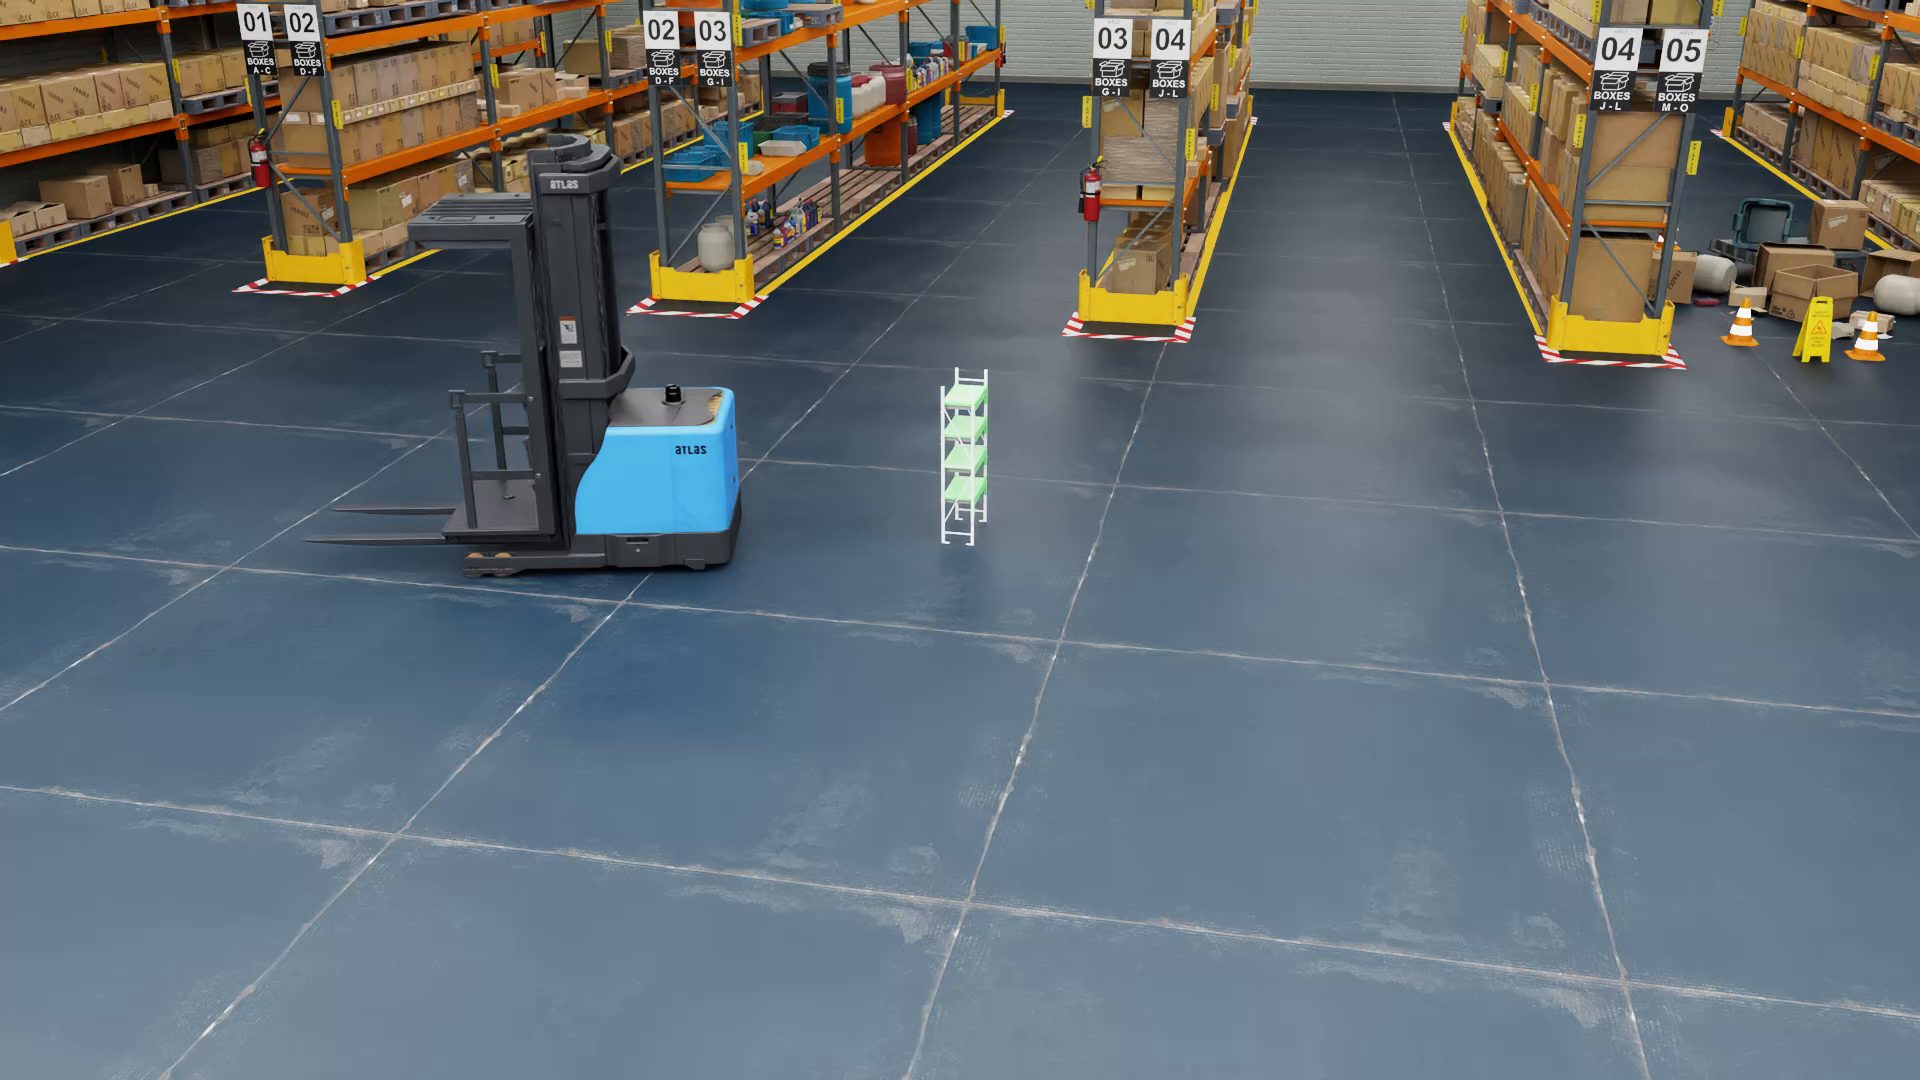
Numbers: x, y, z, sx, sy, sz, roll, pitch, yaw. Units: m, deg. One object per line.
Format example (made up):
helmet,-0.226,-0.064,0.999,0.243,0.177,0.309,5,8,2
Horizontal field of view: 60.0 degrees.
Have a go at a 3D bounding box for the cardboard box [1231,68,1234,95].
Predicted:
cardboard box,3.992,-7.129,25.905,0.500,0.500,0.500,4,22,9

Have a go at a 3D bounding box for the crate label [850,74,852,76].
crate label,-1.793,-6.788,25.145,0.502,0.435,0.616,4,22,11

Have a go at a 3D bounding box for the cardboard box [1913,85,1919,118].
cardboard box,12.595,-5.645,21.261,0.500,0.500,0.500,4,22,9

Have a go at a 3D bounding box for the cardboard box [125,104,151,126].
cardboard box,-11.750,-5.968,23.331,0.500,0.250,0.500,5,22,11

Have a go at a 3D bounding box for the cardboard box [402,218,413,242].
cardboard box,-7.278,-4.032,21.468,0.500,0.250,0.500,4,22,11

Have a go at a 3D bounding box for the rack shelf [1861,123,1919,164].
rack shelf,12.816,-4.916,21.507,1.077,0.370,4.000,4,22,11

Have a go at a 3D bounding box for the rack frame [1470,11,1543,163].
rack frame,9.174,-7.784,27.667,1.000,3.000,0.127,4,22,11

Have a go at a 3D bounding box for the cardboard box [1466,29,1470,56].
cardboard box,9.544,-9.091,30.379,0.500,0.500,0.500,5,22,11

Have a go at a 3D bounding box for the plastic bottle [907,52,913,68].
plastic bottle,-0.907,-8.435,29.349,0.144,0.351,0.185,4,22,11

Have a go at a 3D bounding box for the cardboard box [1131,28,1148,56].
cardboard box,1.740,-5.328,17.754,0.500,0.250,0.500,5,22,12

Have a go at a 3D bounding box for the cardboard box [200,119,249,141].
cardboard box,-11.518,-6.421,26.035,0.500,0.250,0.500,4,22,9

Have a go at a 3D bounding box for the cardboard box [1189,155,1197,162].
cardboard box,2.630,-4.509,19.869,0.380,0.149,0.250,4,22,11

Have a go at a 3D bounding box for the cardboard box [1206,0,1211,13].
cardboard box,2.782,-6.347,19.751,0.380,0.149,0.250,4,22,9

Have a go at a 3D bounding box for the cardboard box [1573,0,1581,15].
cardboard box,6.758,-5.663,17.492,0.500,0.250,0.500,4,22,11

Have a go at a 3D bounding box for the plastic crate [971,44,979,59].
plastic crate,0.139,-9.219,31.374,0.416,0.233,0.300,4,22,11

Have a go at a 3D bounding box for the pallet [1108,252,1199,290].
pallet,2.358,-3.284,20.226,1.003,0.211,1.213,4,22,11

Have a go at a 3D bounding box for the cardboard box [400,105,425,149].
cardboard box,-7.386,-5.350,21.488,0.700,0.500,0.500,5,23,13

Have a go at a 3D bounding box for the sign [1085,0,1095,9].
sign,1.351,-5.662,17.198,0.100,0.325,0.005,4,22,11

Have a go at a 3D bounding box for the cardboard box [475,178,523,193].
cardboard box,-6.665,-5.078,24.066,0.500,0.250,0.500,4,22,10

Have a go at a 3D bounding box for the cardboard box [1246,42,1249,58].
cardboard box,5.006,-8.971,30.415,0.500,0.250,0.500,4,22,11

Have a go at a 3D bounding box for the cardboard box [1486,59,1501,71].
cardboard box,8.167,-7.175,25.132,0.380,0.149,0.250,5,22,13

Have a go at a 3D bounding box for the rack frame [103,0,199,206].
rack frame,-11.841,-6.406,24.245,1.000,3.000,0.127,4,22,11

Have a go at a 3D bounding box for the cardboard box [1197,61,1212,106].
cardboard box,2.784,-5.553,20.257,0.500,0.500,0.500,4,22,11

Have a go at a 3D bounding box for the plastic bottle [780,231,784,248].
plastic bottle,-2.262,-3.772,20.860,0.097,0.201,0.097,0,22,0

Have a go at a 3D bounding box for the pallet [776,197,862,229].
pallet,-2.020,-4.648,23.612,1.003,0.211,1.213,4,22,11

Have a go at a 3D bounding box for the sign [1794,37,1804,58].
sign,13.497,-7.924,26.749,0.100,0.325,0.005,4,22,11

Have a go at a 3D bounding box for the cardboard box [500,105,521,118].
cardboard box,-6.609,-6.222,24.124,0.380,0.149,0.250,4,22,11

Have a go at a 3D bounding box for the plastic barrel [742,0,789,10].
plastic barrel,-2.450,-7.114,20.754,0.600,0.901,0.708,4,22,11

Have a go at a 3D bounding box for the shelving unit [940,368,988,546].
shelving unit,0.034,-0.617,12.280,0.258,1.200,0.503,4,22,11

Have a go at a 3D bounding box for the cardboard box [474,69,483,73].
cardboard box,-9.864,-9.465,33.755,0.380,0.149,0.250,5,22,11

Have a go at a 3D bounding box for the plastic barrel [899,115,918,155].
plastic barrel,-1.012,-6.784,27.848,0.600,0.588,0.708,4,22,11

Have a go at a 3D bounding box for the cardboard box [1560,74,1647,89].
cardboard box,7.434,-5.087,19.322,0.875,0.550,0.550,4,22,11

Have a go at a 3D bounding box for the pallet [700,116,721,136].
pallet,-5.217,-7.913,31.720,1.003,0.211,1.213,4,22,11

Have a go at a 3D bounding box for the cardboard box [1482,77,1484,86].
cardboard box,8.276,-7.084,25.702,0.380,0.149,0.250,5,23,13

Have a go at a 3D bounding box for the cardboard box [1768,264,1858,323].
cardboard box,9.472,-2.733,18.465,0.797,0.503,0.637,-11,25,-26

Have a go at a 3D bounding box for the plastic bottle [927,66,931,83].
plastic bottle,-0.528,-7.814,27.896,0.061,0.283,0.133,4,22,11

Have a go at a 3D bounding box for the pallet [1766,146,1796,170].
pallet,14.272,-6.423,28.018,1.003,0.211,1.213,4,22,11

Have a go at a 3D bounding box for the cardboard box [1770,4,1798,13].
cardboard box,14.326,-9.224,28.901,0.380,0.149,0.250,5,22,11

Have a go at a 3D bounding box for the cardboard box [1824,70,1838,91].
cardboard box,13.366,-6.906,25.018,0.500,0.250,0.500,4,22,9

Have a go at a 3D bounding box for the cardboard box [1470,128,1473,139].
cardboard box,8.927,-6.934,28.412,0.380,0.149,0.250,5,22,12

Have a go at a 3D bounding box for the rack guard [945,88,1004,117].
rack guard,0.299,-8.890,33.758,1.175,0.500,0.348,4,22,11

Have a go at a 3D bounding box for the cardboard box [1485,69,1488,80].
cardboard box,8.169,-7.039,25.191,0.380,0.149,0.250,5,22,11

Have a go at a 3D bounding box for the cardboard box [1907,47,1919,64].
cardboard box,13.565,-6.653,23.385,0.500,0.500,0.500,4,22,9

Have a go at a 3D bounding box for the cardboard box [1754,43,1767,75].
cardboard box,14.281,-8.428,29.131,0.500,0.500,0.500,4,22,11

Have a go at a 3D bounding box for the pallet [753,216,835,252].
pallet,-2.320,-4.115,22.289,1.003,0.211,1.213,4,22,11

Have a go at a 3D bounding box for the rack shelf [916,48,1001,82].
rack shelf,-0.101,-8.975,31.585,1.077,0.370,4.000,4,22,11

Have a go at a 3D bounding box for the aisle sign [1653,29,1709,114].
aisle sign,7.005,-4.553,16.163,0.394,0.787,0.004,4,22,11

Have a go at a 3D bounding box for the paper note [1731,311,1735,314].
paper note,8.687,-2.559,18.693,0.032,0.001,0.123,18,28,38

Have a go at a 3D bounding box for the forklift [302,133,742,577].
forklift,-3.151,-1.298,11.653,3.031,2.935,1.130,-1,22,-2

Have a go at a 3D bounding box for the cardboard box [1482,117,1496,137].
cardboard box,8.550,-6.536,26.348,0.500,0.250,0.500,5,23,13

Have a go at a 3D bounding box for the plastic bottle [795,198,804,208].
plastic bottle,-2.132,-4.380,22.171,0.144,0.351,0.185,4,22,11

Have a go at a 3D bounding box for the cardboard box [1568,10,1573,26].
cardboard box,6.773,-5.617,17.910,0.380,0.149,0.250,5,22,12

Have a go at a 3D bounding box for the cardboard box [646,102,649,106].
cardboard box,-5.793,-7.646,30.081,0.500,0.500,0.500,5,22,12

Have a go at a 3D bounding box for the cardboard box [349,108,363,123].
cardboard box,-7.464,-5.138,20.095,0.380,0.149,0.250,4,22,10

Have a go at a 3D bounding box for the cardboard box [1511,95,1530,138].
cardboard box,7.694,-5.672,22.287,0.500,0.500,0.500,4,22,10

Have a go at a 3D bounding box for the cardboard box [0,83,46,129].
cardboard box,-12.154,-5.563,21.321,0.500,0.500,0.500,5,22,11
